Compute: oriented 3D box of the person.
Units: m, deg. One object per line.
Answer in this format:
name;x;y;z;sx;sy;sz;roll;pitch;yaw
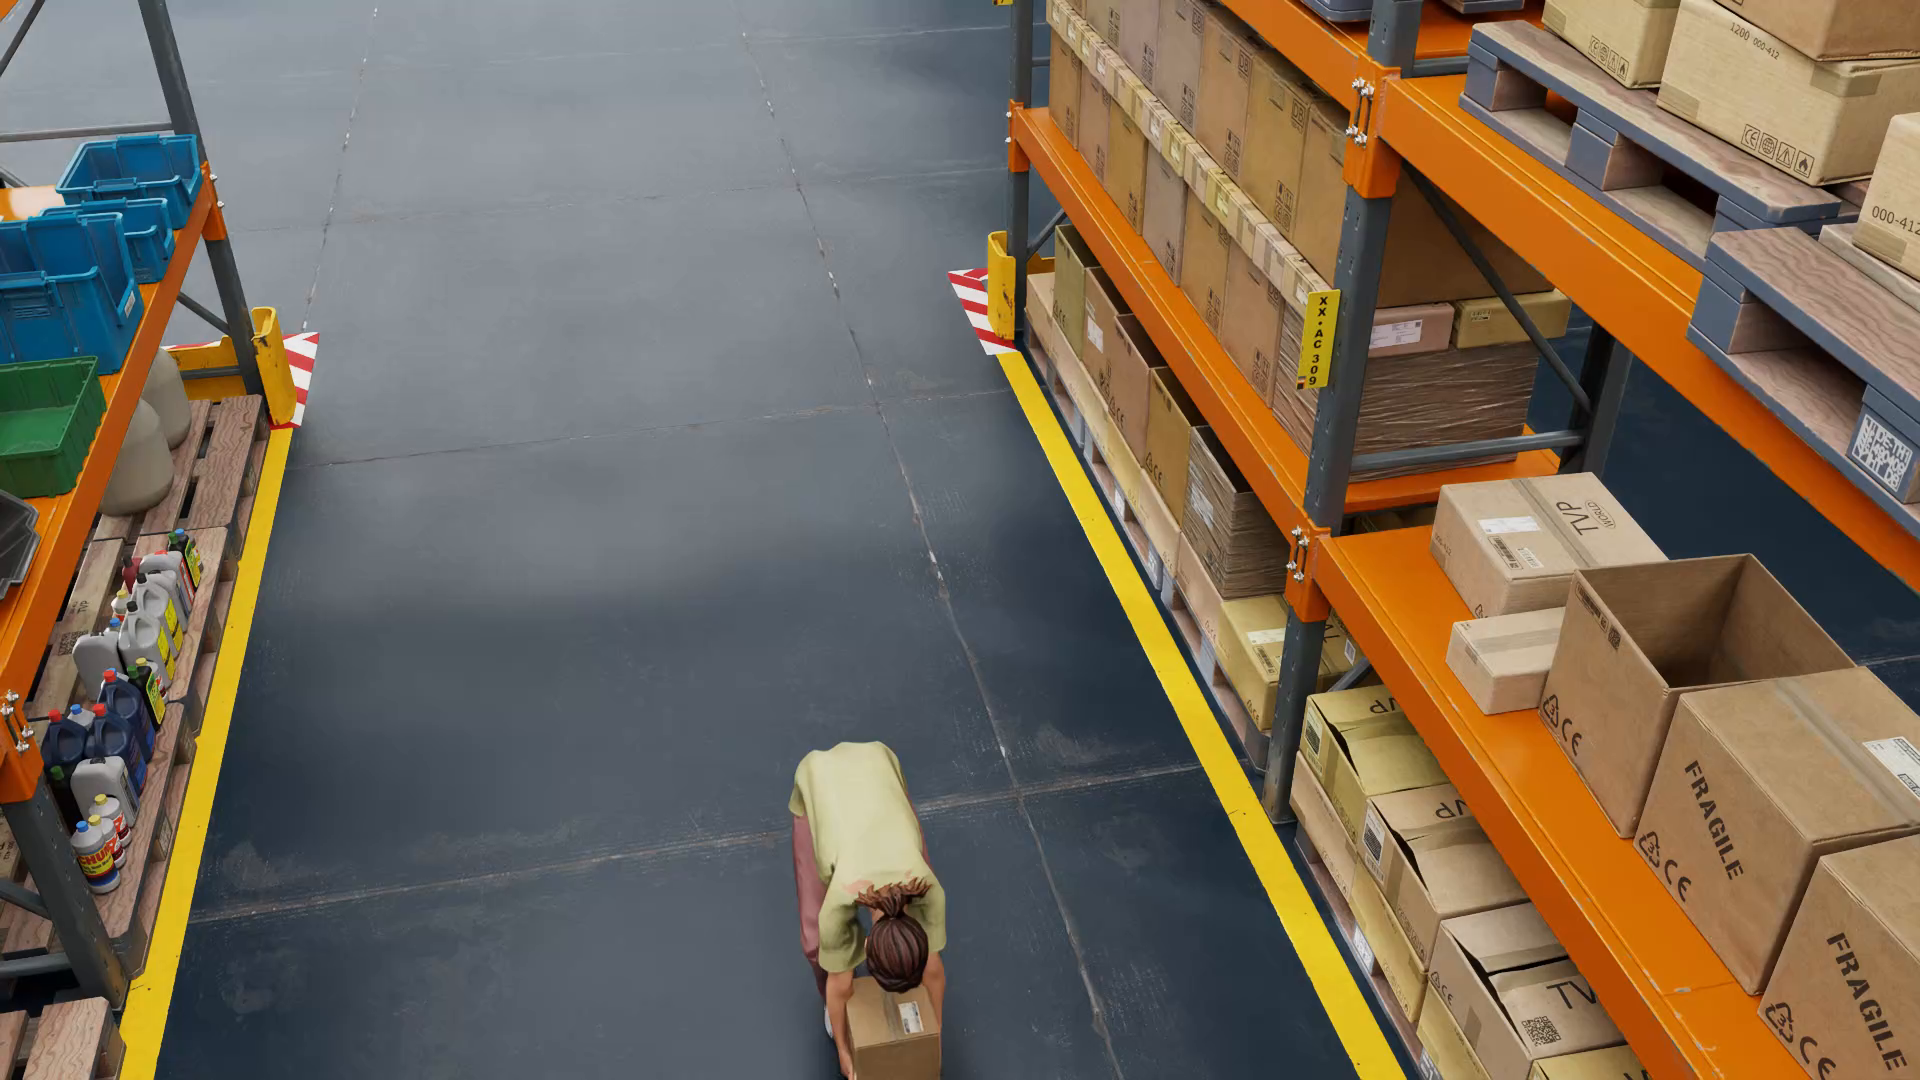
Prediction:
person;-0.258;1.204;5.063;0.447;0.915;0.860;-9;35;-13
